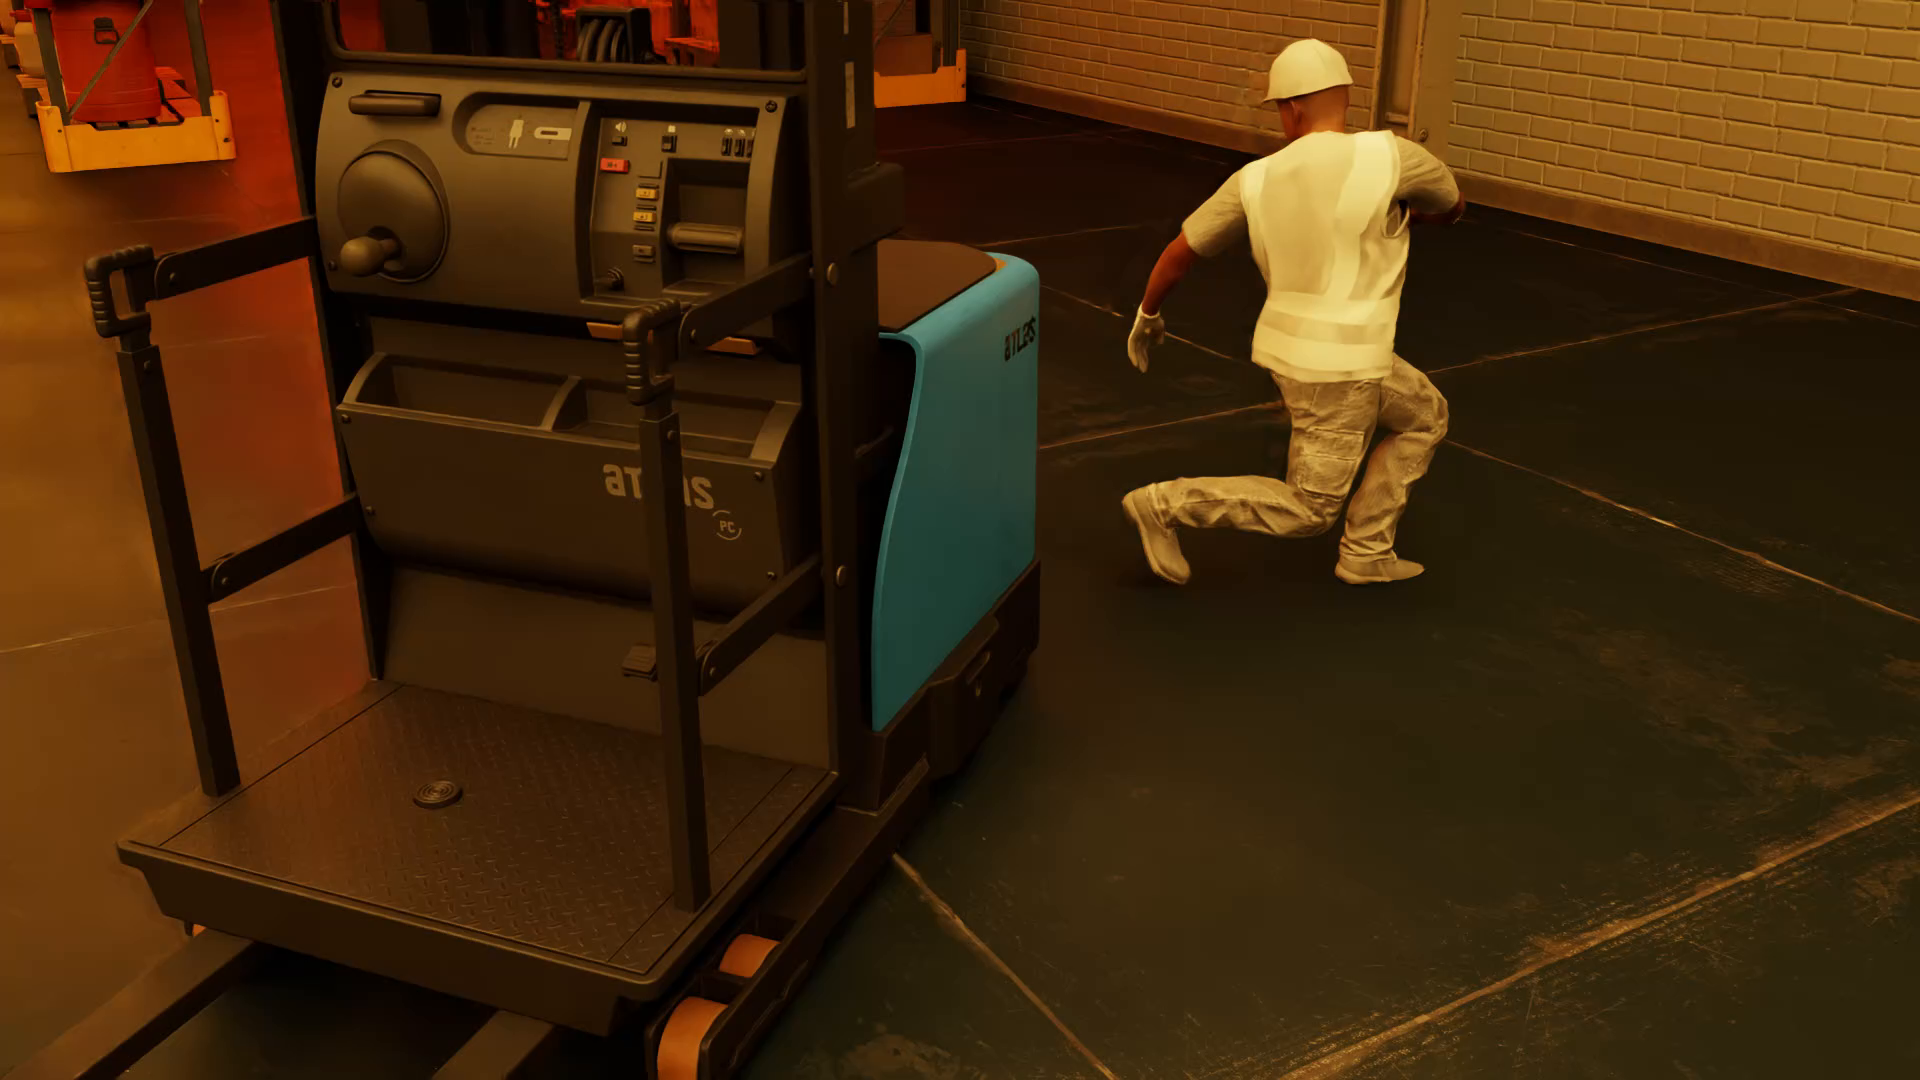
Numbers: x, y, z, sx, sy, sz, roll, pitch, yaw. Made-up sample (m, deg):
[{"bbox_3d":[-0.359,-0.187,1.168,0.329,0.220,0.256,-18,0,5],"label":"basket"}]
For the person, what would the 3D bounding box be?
[{"bbox_3d":[0.921,-0.594,4.649,0.939,1.543,0.697,-6,23,-15],"label":"person"}]

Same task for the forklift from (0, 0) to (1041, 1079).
[{"bbox_3d":[-0.803,-0.588,2.707,1.130,2.935,3.031,8,24,20],"label":"forklift"}]
